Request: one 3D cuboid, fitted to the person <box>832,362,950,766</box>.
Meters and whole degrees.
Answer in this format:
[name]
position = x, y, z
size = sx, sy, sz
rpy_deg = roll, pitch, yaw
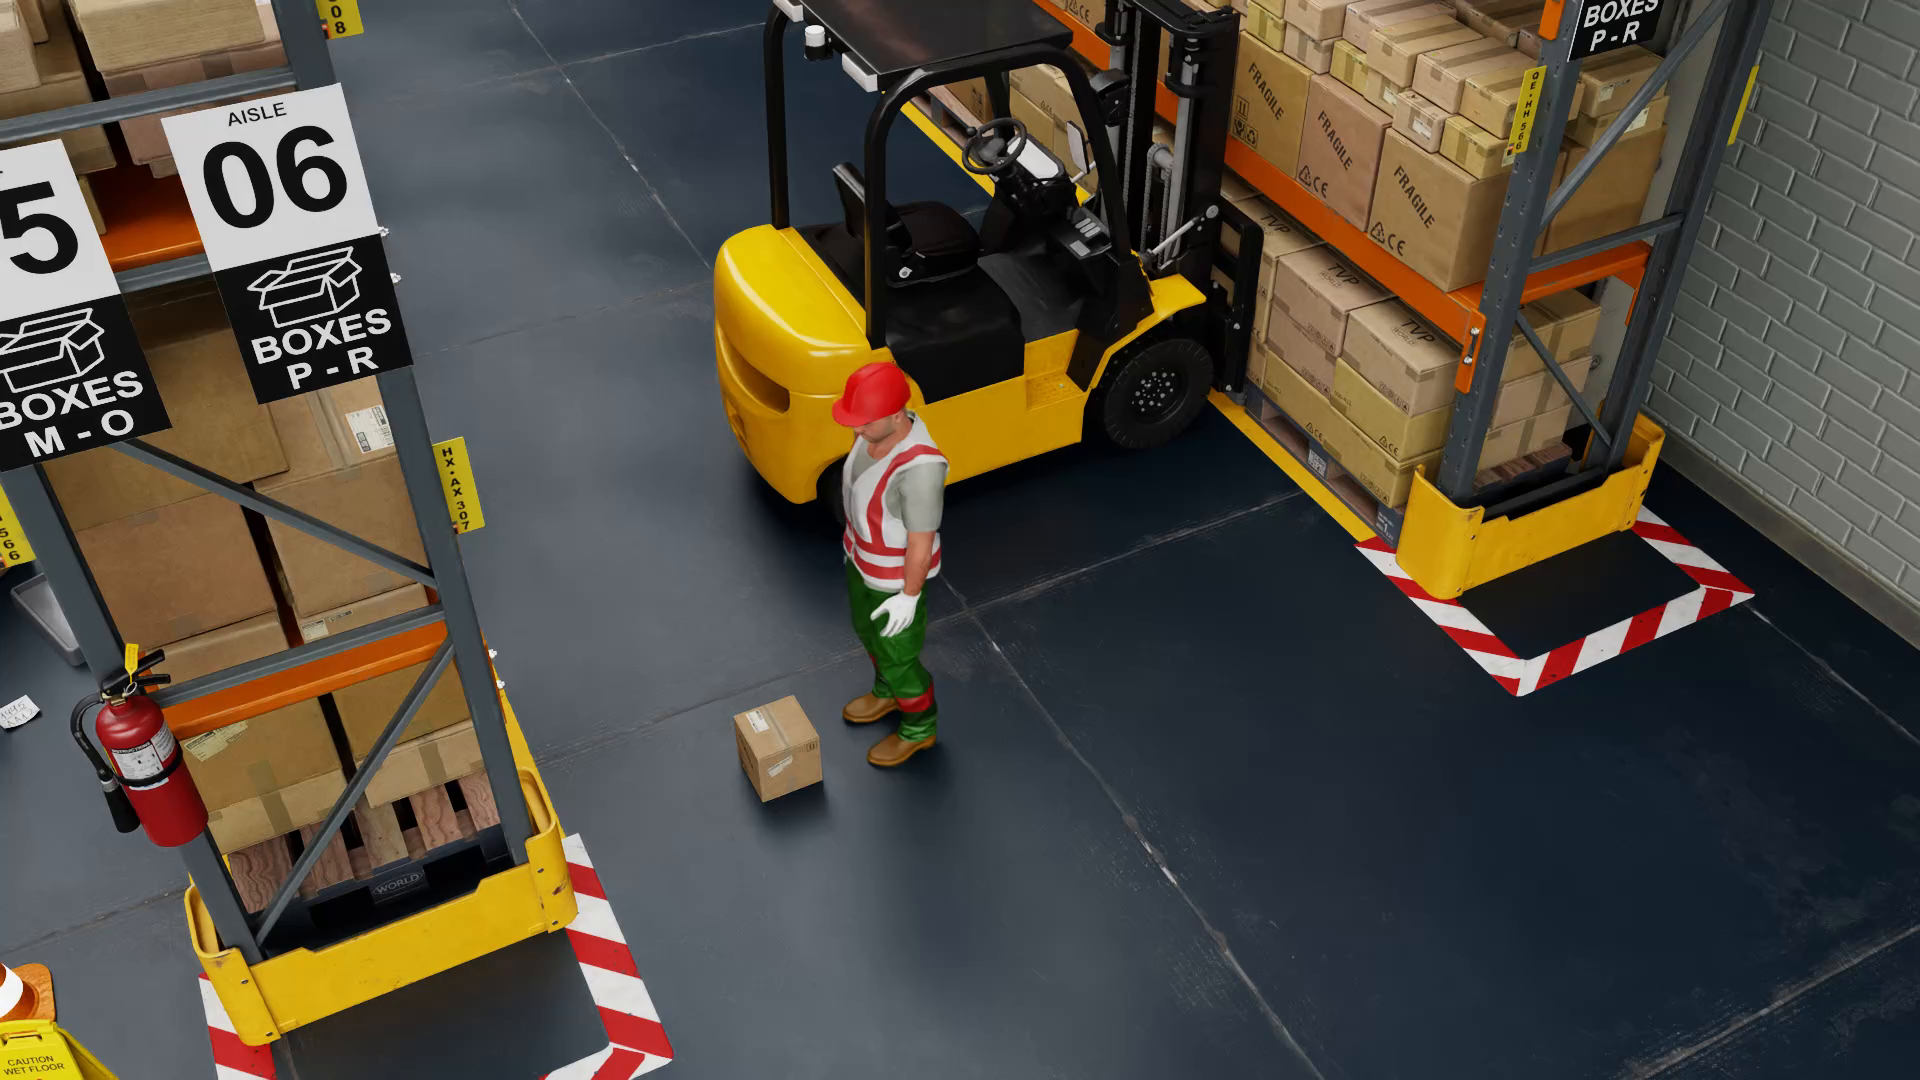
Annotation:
[person]
position = -0.259, 0.092, 6.043
size = 0.364, 1.775, 0.529
rpy_deg = -18, 44, -20
